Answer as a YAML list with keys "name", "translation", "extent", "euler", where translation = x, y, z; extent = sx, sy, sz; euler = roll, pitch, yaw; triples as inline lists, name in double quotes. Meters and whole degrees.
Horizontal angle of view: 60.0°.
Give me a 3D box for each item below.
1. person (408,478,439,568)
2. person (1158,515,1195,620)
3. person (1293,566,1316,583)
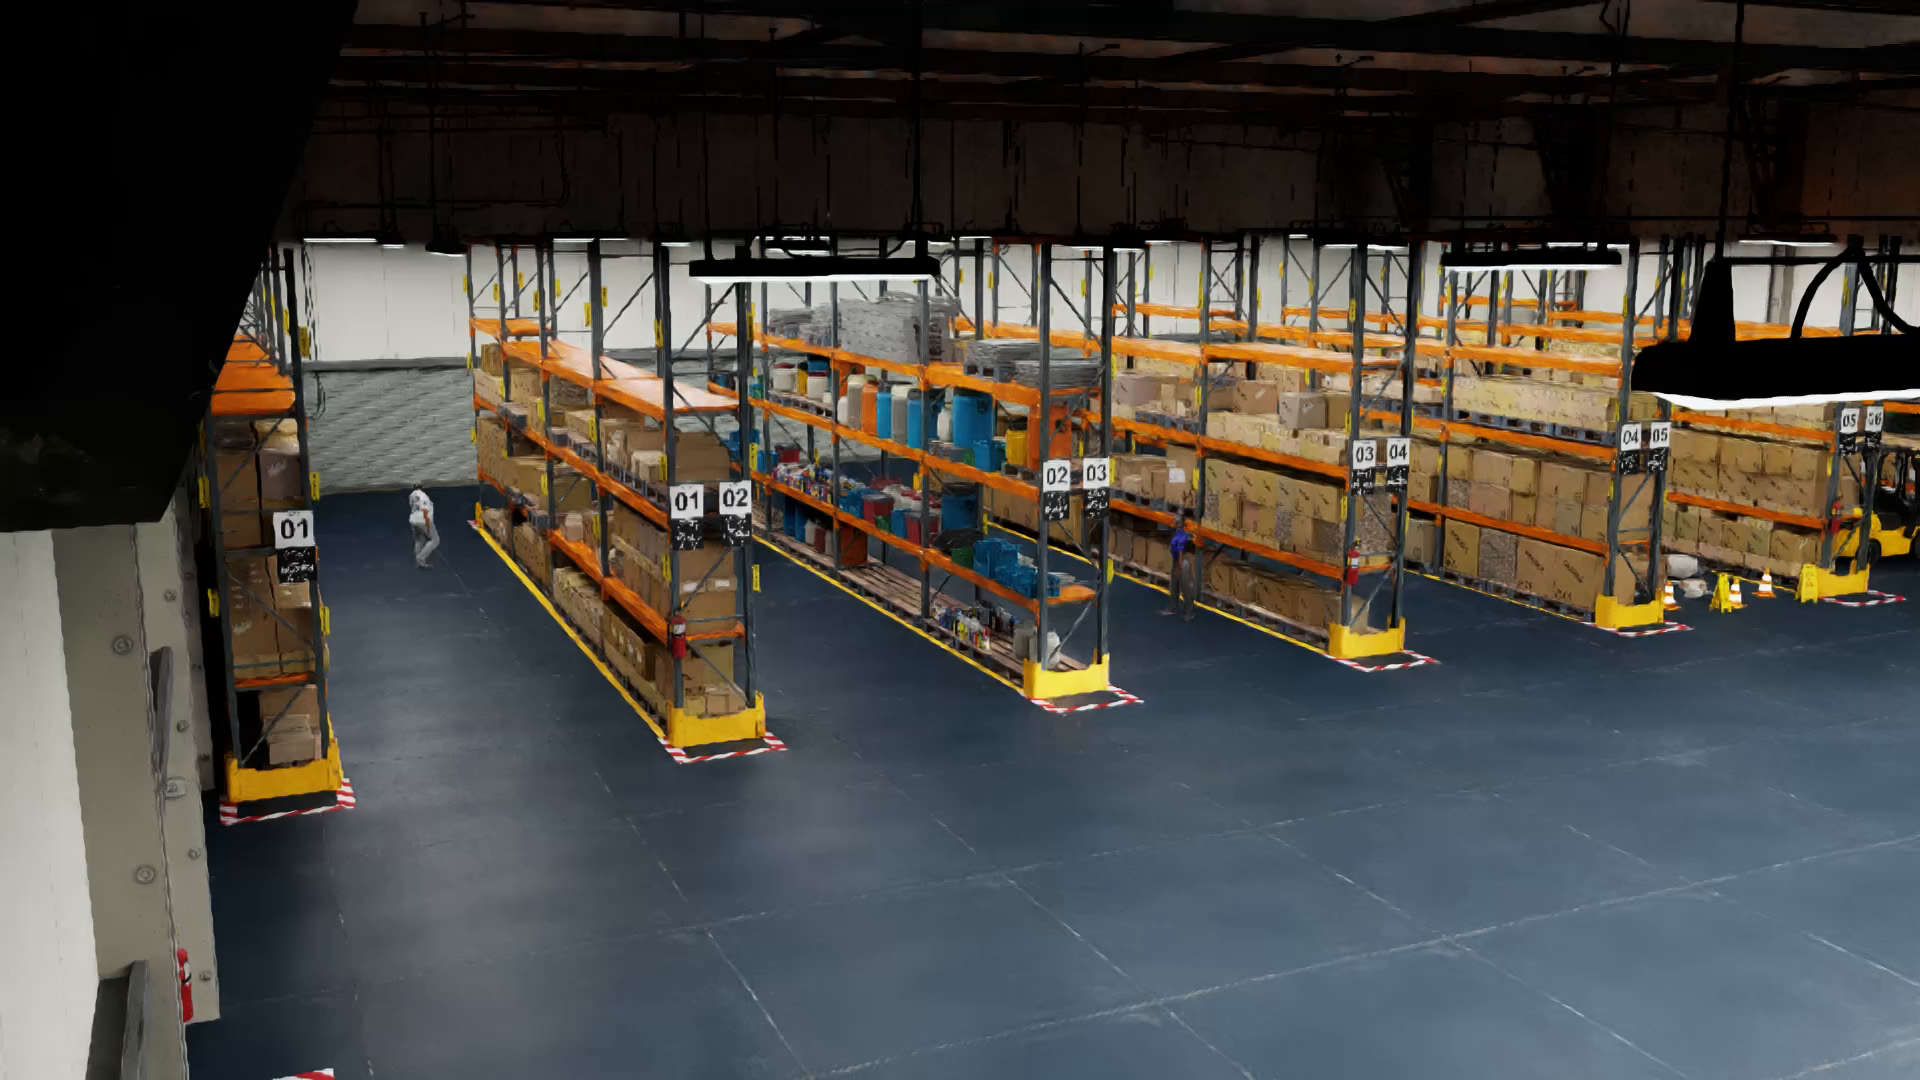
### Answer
- name: "person"
  translation: [-9.815, -0.294, 30.305]
  extent: [0.538, 1.655, 0.441]
  euler: [9, 14, 38]
- name: "person"
  translation: [3.480, 0.420, 26.586]
  extent: [0.555, 1.638, 0.587]
  euler: [-1, 11, -3]
- name: "person"
  translation: [6.105, -0.022, 29.006]
  extent: [0.592, 1.629, 0.526]
  euler: [-5, 12, -25]
